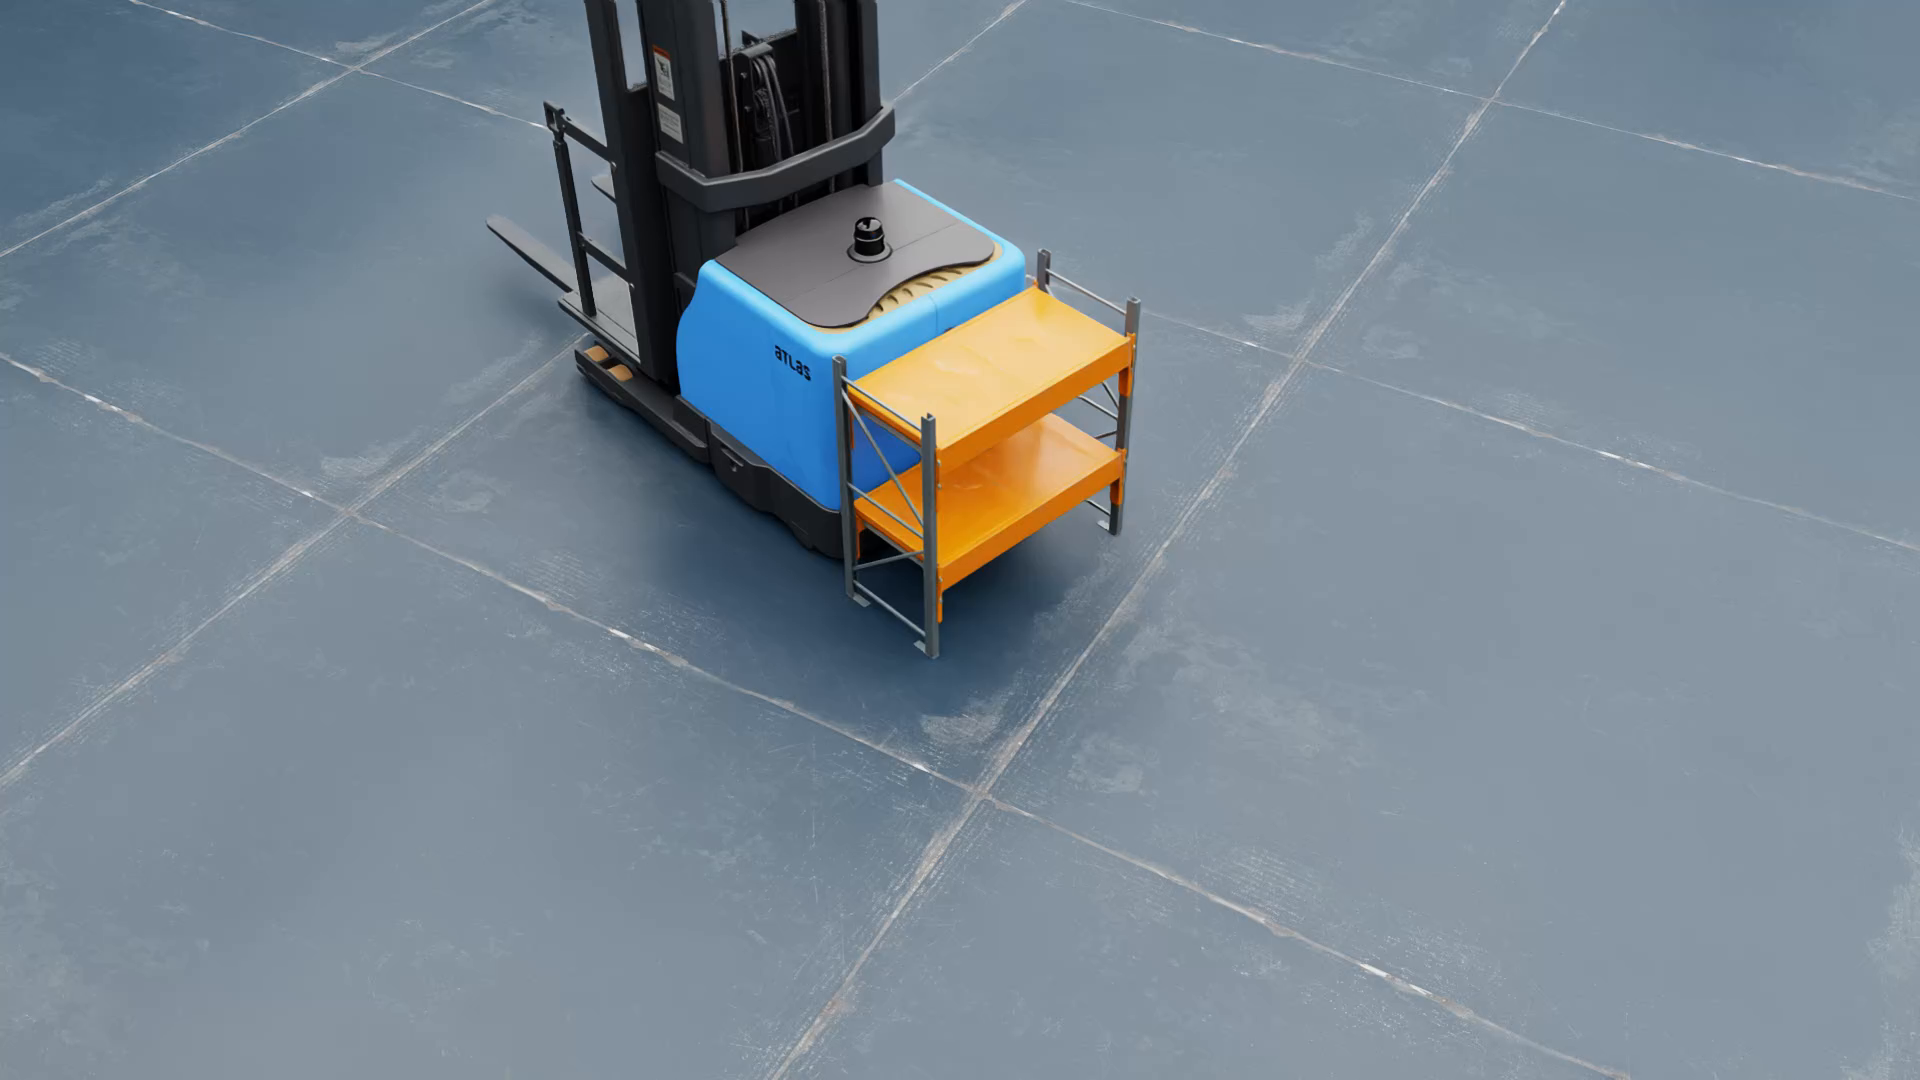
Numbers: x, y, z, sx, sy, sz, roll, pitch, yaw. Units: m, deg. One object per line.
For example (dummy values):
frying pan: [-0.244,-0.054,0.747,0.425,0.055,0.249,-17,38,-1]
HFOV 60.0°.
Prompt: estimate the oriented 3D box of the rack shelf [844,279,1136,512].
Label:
rack shelf: [0.107,-0.549,6.079,1.000,0.278,0.538,-32,51,-31]

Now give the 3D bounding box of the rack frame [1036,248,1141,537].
rack frame: [0.476,-0.560,6.535,0.032,1.125,0.500,-32,51,-31]

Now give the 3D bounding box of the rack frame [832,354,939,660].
rack frame: [-0.262,-0.098,6.010,0.032,1.125,0.500,-32,51,-31]

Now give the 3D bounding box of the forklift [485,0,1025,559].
forklift: [-1.088,-1.917,6.710,1.130,2.935,3.031,-31,50,-30]

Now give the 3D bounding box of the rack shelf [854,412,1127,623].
rack shelf: [0.107,-0.146,6.434,1.000,0.278,0.538,-32,51,-31]

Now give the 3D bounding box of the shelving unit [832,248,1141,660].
shelving unit: [0.107,-0.329,6.273,1.048,1.125,0.538,-32,51,-31]
